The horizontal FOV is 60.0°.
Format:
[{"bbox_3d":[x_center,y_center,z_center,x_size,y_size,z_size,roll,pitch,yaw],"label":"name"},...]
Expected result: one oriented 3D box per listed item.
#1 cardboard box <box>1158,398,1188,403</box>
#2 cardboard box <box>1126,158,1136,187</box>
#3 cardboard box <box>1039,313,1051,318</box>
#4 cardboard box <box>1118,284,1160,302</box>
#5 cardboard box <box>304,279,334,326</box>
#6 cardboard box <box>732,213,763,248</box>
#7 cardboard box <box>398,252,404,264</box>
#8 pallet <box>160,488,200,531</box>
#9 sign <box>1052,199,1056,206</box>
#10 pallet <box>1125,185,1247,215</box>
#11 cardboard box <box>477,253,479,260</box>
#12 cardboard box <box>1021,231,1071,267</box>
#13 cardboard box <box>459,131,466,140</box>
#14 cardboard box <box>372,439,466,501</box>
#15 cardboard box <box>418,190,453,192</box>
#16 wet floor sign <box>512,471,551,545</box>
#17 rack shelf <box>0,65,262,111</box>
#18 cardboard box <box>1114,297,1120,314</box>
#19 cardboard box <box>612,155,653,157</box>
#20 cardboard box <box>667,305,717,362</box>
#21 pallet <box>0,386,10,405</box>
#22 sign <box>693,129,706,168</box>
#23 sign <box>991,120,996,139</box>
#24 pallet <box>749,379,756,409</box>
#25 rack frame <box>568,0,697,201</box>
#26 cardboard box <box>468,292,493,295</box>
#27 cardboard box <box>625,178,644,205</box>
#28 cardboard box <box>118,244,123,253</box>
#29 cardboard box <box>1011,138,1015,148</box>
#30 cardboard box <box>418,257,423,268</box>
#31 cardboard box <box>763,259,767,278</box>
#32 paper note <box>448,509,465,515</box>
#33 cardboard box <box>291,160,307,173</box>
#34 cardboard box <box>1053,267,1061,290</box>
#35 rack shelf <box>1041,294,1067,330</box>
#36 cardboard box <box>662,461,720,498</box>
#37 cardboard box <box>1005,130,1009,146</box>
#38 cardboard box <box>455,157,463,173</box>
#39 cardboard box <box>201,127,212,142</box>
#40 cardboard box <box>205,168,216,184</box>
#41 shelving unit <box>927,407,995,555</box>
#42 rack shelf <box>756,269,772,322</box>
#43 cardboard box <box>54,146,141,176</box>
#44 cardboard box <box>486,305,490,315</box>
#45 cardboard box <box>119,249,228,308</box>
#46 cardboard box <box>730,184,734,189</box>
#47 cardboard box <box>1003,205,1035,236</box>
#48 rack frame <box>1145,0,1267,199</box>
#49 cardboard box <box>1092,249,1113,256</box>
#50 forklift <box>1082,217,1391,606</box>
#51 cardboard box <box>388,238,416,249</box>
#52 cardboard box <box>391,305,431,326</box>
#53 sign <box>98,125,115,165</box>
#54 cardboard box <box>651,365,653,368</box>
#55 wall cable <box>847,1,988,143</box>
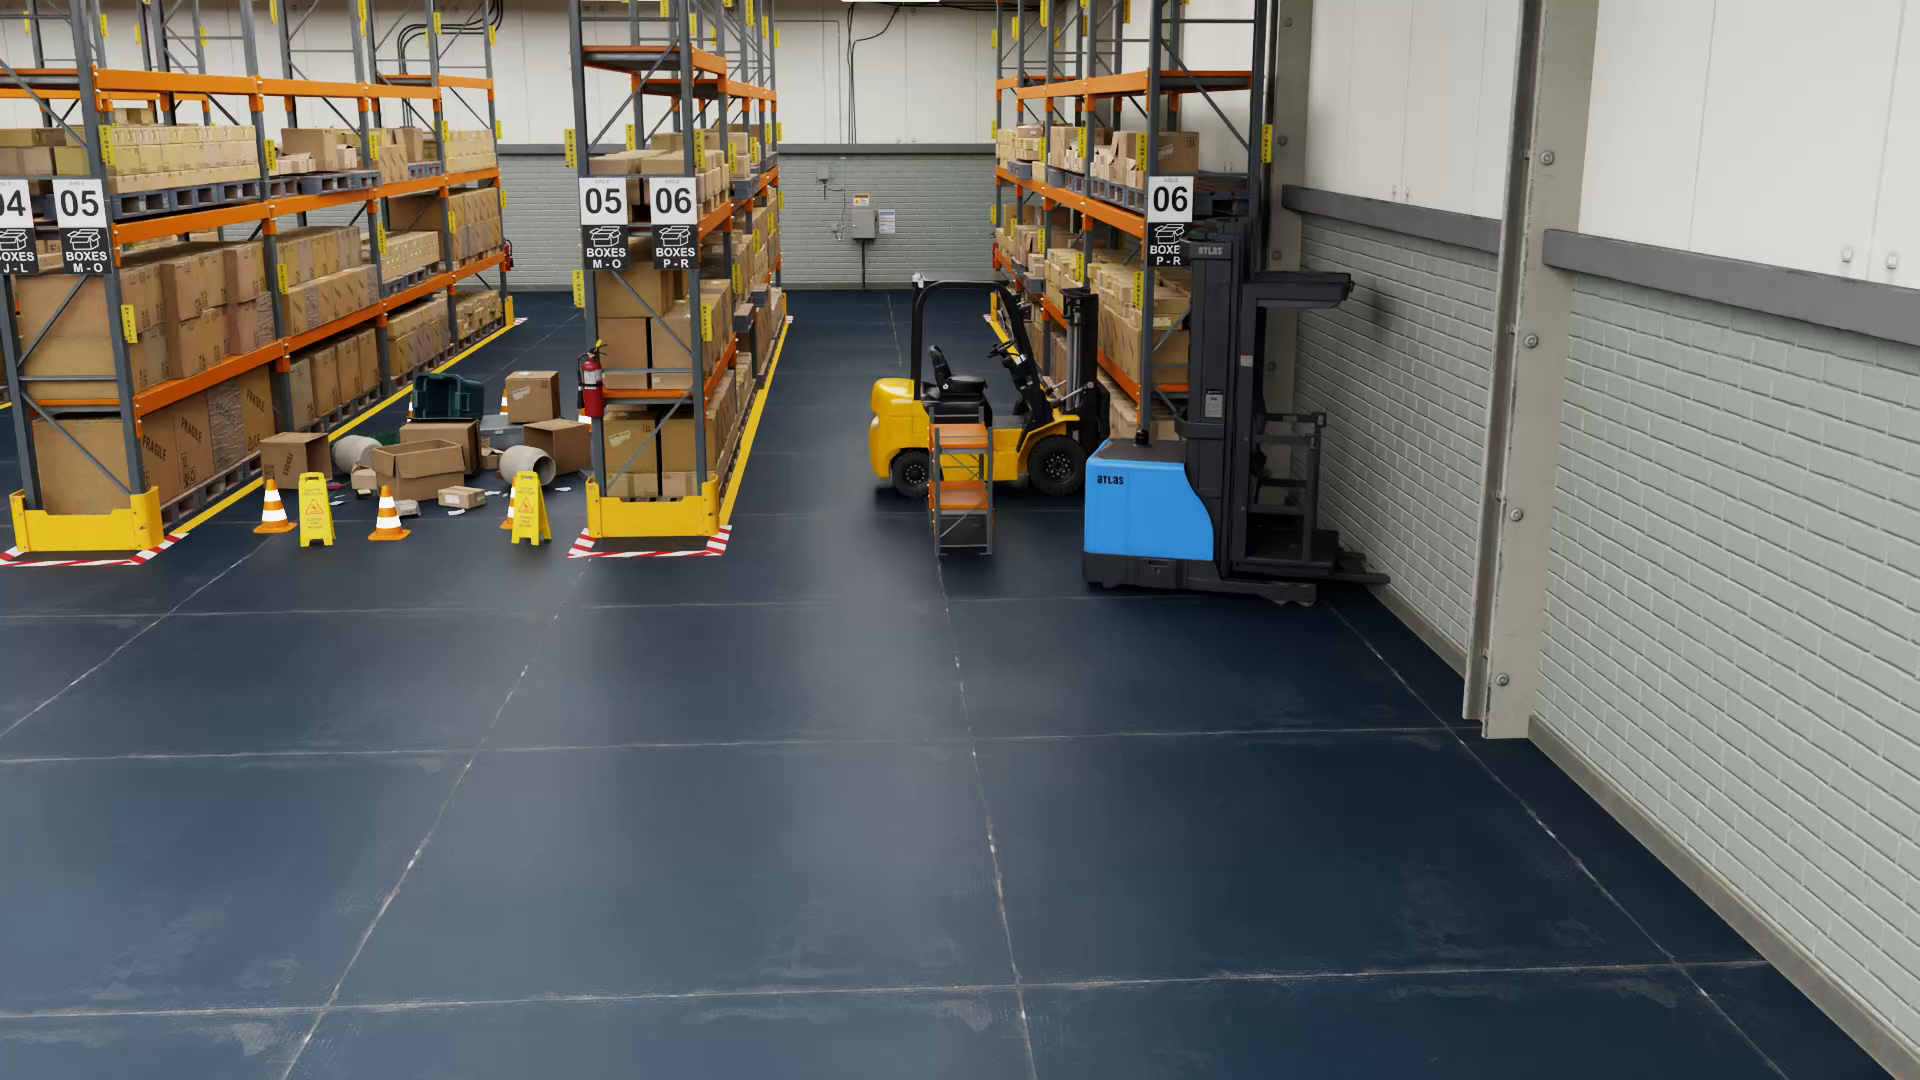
[{"bbox_3d":[2.254,-1.311,16.770,0.500,0.250,0.500,-1,14,-4],"label":"cardboard box"},{"bbox_3d":[1.780,-3.488,15.768,0.396,0.266,0.258,-1,14,-3],"label":"cardboard box"},{"bbox_3d":[1.364,-3.261,24.553,0.380,0.149,0.250,-1,14,-4],"label":"cardboard box"},{"bbox_3d":[1.760,-2.428,16.343,0.380,0.149,0.250,-1,14,-2],"label":"cardboard box"},{"bbox_3d":[-7.810,-2.833,19.816,0.500,0.500,0.500,-1,14,-4],"label":"cardboard box"},{"bbox_3d":[-3.171,-4.533,24.416,0.500,0.500,0.500,-1,14,-3],"label":"cardboard box"},{"bbox_3d":[-8.132,-4.002,23.624,0.380,0.149,0.250,-1,14,-3],"label":"cardboard box"},{"bbox_3d":[-7.866,-0.252,15.581,1.003,0.211,1.213,-1,14,-3],"label":"pallet"},{"bbox_3d":[1.714,-6.280,30.458,0.100,0.325,0.005,-1,14,-3],"label":"sign"},{"bbox_3d":[2.132,-3.170,15.484,1.003,0.211,1.213,-1,14,-3],"label":"pallet"},{"bbox_3d":[-8.435,-4.864,28.414,0.380,0.149,0.250,-1,15,-6],"label":"cardboard box"},{"bbox_3d":[1.294,-4.372,24.956,0.700,0.500,0.500,-1,14,-4],"label":"cardboard box"},{"bbox_3d":[-8.291,-6.608,27.167,0.380,0.149,0.250,0,14,-1],"label":"cardboard box"},{"bbox_3d":[-5.439,-0.695,16.717,0.797,0.503,0.637,-13,20,-42],"label":"cardboard box"},{"bbox_3d":[-8.919,-5.690,28.316,0.500,0.500,0.500,-1,14,-5],"label":"cardboard box"},{"bbox_3d":[-3.860,-0.302,14.906,0.267,0.644,0.232,4,15,16],"label":"wet floor sign"},{"bbox_3d":[-7.862,-4.265,15.791,1.077,0.370,4.000,-1,14,-3],"label":"rack shelf"},{"bbox_3d":[1.745,-2.347,16.625,0.380,0.149,0.250,-1,14,-3],"label":"cardboard box"},{"bbox_3d":[-3.103,-3.556,15.710,0.380,0.149,0.250,-1,14,-3],"label":"cardboard box"},{"bbox_3d":[-2.592,-1.950,15.786,0.500,0.500,0.500,0,14,-2],"label":"cardboard box"},{"bbox_3d":[-13.143,-1.798,21.591,1.003,0.211,1.213,-1,14,-3],"label":"pallet"},{"bbox_3d":[-2.262,-3.391,14.411,0.100,0.325,0.005,-1,14,-3],"label":"sign"},{"bbox_3d":[0.617,-7.431,30.112,0.100,0.325,0.005,-1,14,-3],"label":"sign"},{"bbox_3d":[-3.252,-1.951,22.185,1.003,0.211,1.213,-1,14,-3],"label":"pallet"},{"bbox_3d":[-2.804,-4.412,14.113,1.000,3.000,0.127,-1,14,-3],"label":"rack frame"},{"bbox_3d":[-8.485,-4.304,29.417,0.380,0.149,0.250,-1,14,-2],"label":"cardboard box"},{"bbox_3d":[-3.104,-3.153,14.947,0.500,0.250,0.500,-1,14,-4],"label":"cardboard box"},{"bbox_3d":[-13.137,-4.274,25.417,0.500,0.500,0.500,-1,14,-3],"label":"cardboard box"},{"bbox_3d":[0.987,-6.214,26.002,0.380,0.149,0.250,0,14,-2],"label":"cardboard box"},{"bbox_3d":[-8.191,-4.117,24.669,0.380,0.149,0.250,-2,15,-6],"label":"cardboard box"},{"bbox_3d":[-3.237,-4.184,25.568,0.500,0.250,0.500,-1,14,-4],"label":"cardboard box"},{"bbox_3d":[-4.849,-0.273,16.025,0.148,0.019,0.142,-6,16,-23],"label":"paper note"},{"bbox_3d":[-7.813,-4.335,19.295,0.380,0.149,0.250,-1,14,-3],"label":"cardboard box"},{"bbox_3d":[1.482,-3.374,21.417,0.500,0.250,0.500,-1,14,-5],"label":"cardboard box"},{"bbox_3d":[1.778,-2.728,21.051,1.077,0.370,4.000,-1,14,-3],"label":"rack shelf"},{"bbox_3d":[-2.578,-0.583,15.947,0.500,0.250,0.500,-1,14,-4],"label":"cardboard box"},{"bbox_3d":[1.035,-6.837,28.259,0.500,0.250,0.500,0,14,-2],"label":"cardboard box"},{"bbox_3d":[-8.287,-6.013,26.657,0.500,0.250,0.500,-1,14,-4],"label":"cardboard box"},{"bbox_3d":[-7.568,-3.969,16.271,0.380,0.149,0.250,-1,14,-4],"label":"cardboard box"},{"bbox_3d":[-7.564,-3.580,16.361,0.380,0.149,0.250,-1,14,-4],"label":"cardboard box"},{"bbox_3d":[0.000,-0.546,14.893,0.538,1.125,1.048,-1,14,-3],"label":"shelving unit"},{"bbox_3d":[-3.423,-3.645,24.616,1.077,0.370,4.000,-1,14,-3],"label":"rack shelf"},{"bbox_3d":[-7.512,-3.305,14.491,0.500,0.250,0.500,-1,14,-4],"label":"cardboard box"},{"bbox_3d":[-8.333,-3.966,28.702,0.380,0.149,0.250,-1,14,-3],"label":"cardboard box"},{"bbox_3d":[-7.951,-2.631,16.765,0.875,0.550,0.550,-1,14,-3],"label":"cardboard box"},{"bbox_3d":[-3.176,-4.620,20.734,0.797,0.503,0.637,-1,14,-3],"label":"cardboard box"},{"bbox_3d":[1.011,-5.507,28.611,0.500,0.500,0.500,-1,14,-2],"label":"cardboard box"},{"bbox_3d":[2.150,-4.489,14.414,1.000,3.000,0.127,-1,14,-3],"label":"rack frame"},{"bbox_3d":[1.877,-3.858,22.499,0.380,0.149,0.250,0,14,-2],"label":"cardboard box"},{"bbox_3d":[2.565,-1.049,13.221,3.031,2.935,1.130,4,15,14],"label":"forklift"},{"bbox_3d":[-8.182,-4.338,24.334,0.380,0.149,0.250,-2,15,-6],"label":"cardboard box"},{"bbox_3d":[-8.118,-3.304,24.518,0.500,0.250,0.500,-2,15,-6],"label":"cardboard box"},{"bbox_3d":[-7.184,-3.326,14.001,0.100,0.325,0.005,-1,14,-3],"label":"sign"},{"bbox_3d":[-3.083,-1.729,16.231,0.380,0.149,0.250,-1,14,-3],"label":"cardboard box"},{"bbox_3d":[-0.895,-9.864,35.228,2.988,3.039,0.133,-1,14,-3],"label":"wall cable"}]
